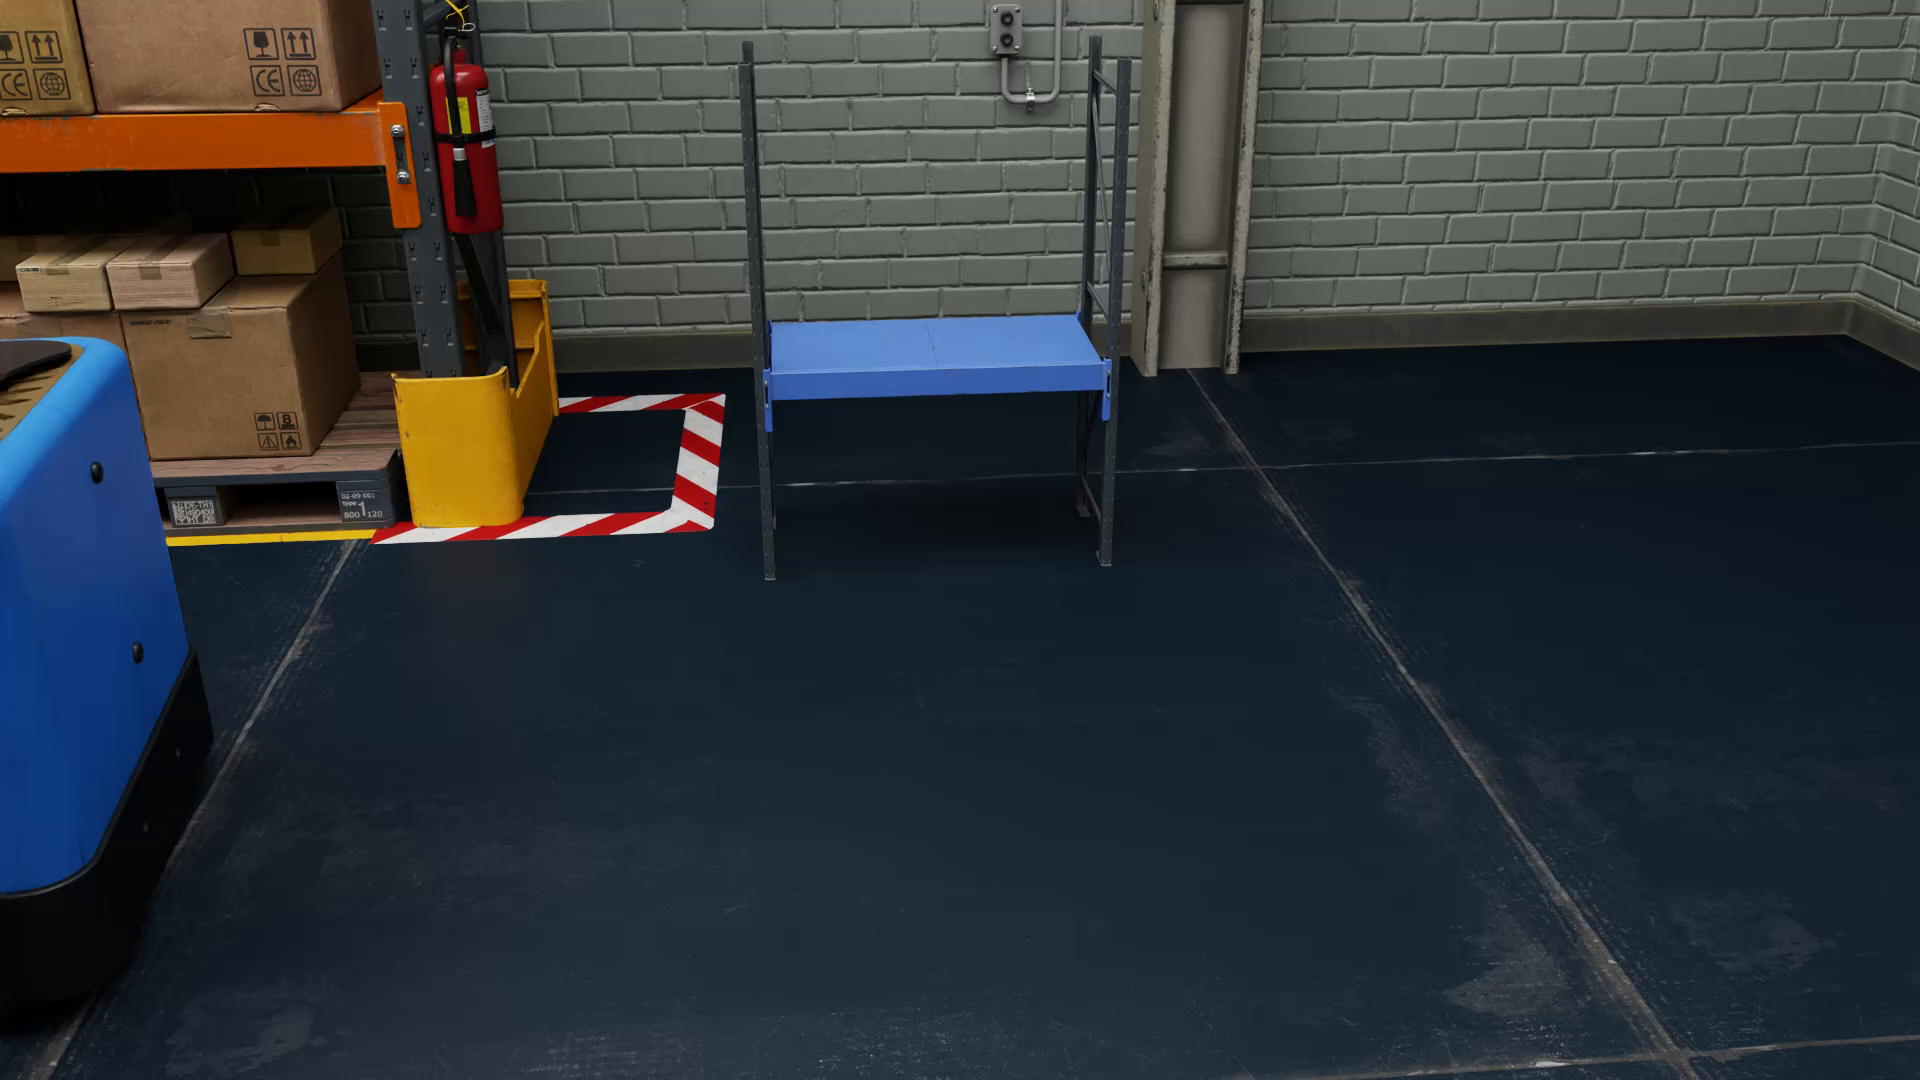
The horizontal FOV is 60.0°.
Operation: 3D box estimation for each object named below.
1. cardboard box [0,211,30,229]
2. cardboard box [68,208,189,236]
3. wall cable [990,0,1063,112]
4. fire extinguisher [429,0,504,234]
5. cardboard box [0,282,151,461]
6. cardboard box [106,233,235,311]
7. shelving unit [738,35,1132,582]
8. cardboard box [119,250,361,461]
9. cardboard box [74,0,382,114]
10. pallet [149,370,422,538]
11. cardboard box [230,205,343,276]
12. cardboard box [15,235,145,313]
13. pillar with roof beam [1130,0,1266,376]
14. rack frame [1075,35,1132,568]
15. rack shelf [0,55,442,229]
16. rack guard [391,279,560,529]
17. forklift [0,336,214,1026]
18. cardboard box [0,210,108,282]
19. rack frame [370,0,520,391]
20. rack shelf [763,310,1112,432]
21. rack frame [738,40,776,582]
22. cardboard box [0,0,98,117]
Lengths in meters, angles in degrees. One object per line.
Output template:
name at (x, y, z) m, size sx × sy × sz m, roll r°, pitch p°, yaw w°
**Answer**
cardboard box at (-3.264, -0.969, 5.500) m, size 0.250 × 0.149 × 0.380 m, roll -2°, pitch 24°, yaw -4°
cardboard box at (-2.762, -0.990, 5.545) m, size 0.250 × 0.149 × 0.380 m, roll -2°, pitch 24°, yaw -5°
wall cable at (-0.494, -2.544, 6.031) m, size 1.851 × 1.984 × 0.084 m, roll -2°, pitch 24°, yaw -5°
fire extinguisher at (-1.480, -1.260, 4.947) m, size 0.183 × 0.674 × 0.296 m, roll -2°, pitch 24°, yaw -5°
cardboard box at (-2.860, -0.608, 5.485) m, size 0.500 × 0.500 × 0.700 m, roll -2°, pitch 24°, yaw -5°
cardboard box at (-2.472, -0.846, 5.221) m, size 0.250 × 0.149 × 0.380 m, roll -3°, pitch 24°, yaw -6°
shelving unit at (-0.085, -0.682, 4.938) m, size 1.048 × 1.500 × 0.538 m, roll -2°, pitch 24°, yaw -5°
cardboard box at (-2.362, -0.628, 5.530) m, size 0.500 × 0.500 × 0.700 m, roll -2°, pitch 24°, yaw -5°
cardboard box at (-2.182, -1.759, 5.146) m, size 0.700 × 0.700 × 0.980 m, roll -1°, pitch 24°, yaw -3°
pallet at (-2.463, -0.309, 5.685) m, size 1.213 × 0.211 × 1.003 m, roll -2°, pitch 24°, yaw -5°
cardboard box at (-2.257, -1.010, 5.592) m, size 0.250 × 0.149 × 0.380 m, roll -2°, pitch 24°, yaw -5°
cardboard box at (-2.726, -0.835, 5.198) m, size 0.250 × 0.149 × 0.380 m, roll -2°, pitch 24°, yaw -4°
pillar with roof beam at (1.350, -3.105, 1.158) m, size 0.400 × 9.000 × 9.100 m, roll -2°, pitch 24°, yaw -5°
rack frame at (0.421, -0.702, 4.983) m, size 0.032 × 1.500 × 0.500 m, roll -2°, pitch 24°, yaw -5°
rack shelf at (-3.666, -1.238, 5.228) m, size 4.000 × 0.370 × 1.077 m, roll -2°, pitch 24°, yaw -5°
rack guard at (-1.652, -0.505, 5.772) m, size 0.348 × 0.500 × 1.175 m, roll -2°, pitch 24°, yaw -5°
forklift at (-3.191, -0.501, 2.770) m, size 3.031 × 2.935 × 1.130 m, roll -5°, pitch 24°, yaw -11°
cardboard box at (-3.011, -0.980, 5.523) m, size 0.250 × 0.149 × 0.380 m, roll -2°, pitch 24°, yaw -5°
rack frame at (-1.675, -1.647, 5.262) m, size 0.127 × 3.000 × 1.000 m, roll -2°, pitch 24°, yaw -5°
rack shelf at (-0.085, -0.518, 5.011) m, size 1.000 × 0.185 × 0.538 m, roll -2°, pitch 24°, yaw -5°
rack frame at (-0.591, -0.662, 4.892) m, size 0.032 × 1.500 × 0.500 m, roll -2°, pitch 24°, yaw -5°
cardboard box at (-2.905, -1.726, 5.071) m, size 0.700 × 0.700 × 0.980 m, roll -2°, pitch 24°, yaw -6°
